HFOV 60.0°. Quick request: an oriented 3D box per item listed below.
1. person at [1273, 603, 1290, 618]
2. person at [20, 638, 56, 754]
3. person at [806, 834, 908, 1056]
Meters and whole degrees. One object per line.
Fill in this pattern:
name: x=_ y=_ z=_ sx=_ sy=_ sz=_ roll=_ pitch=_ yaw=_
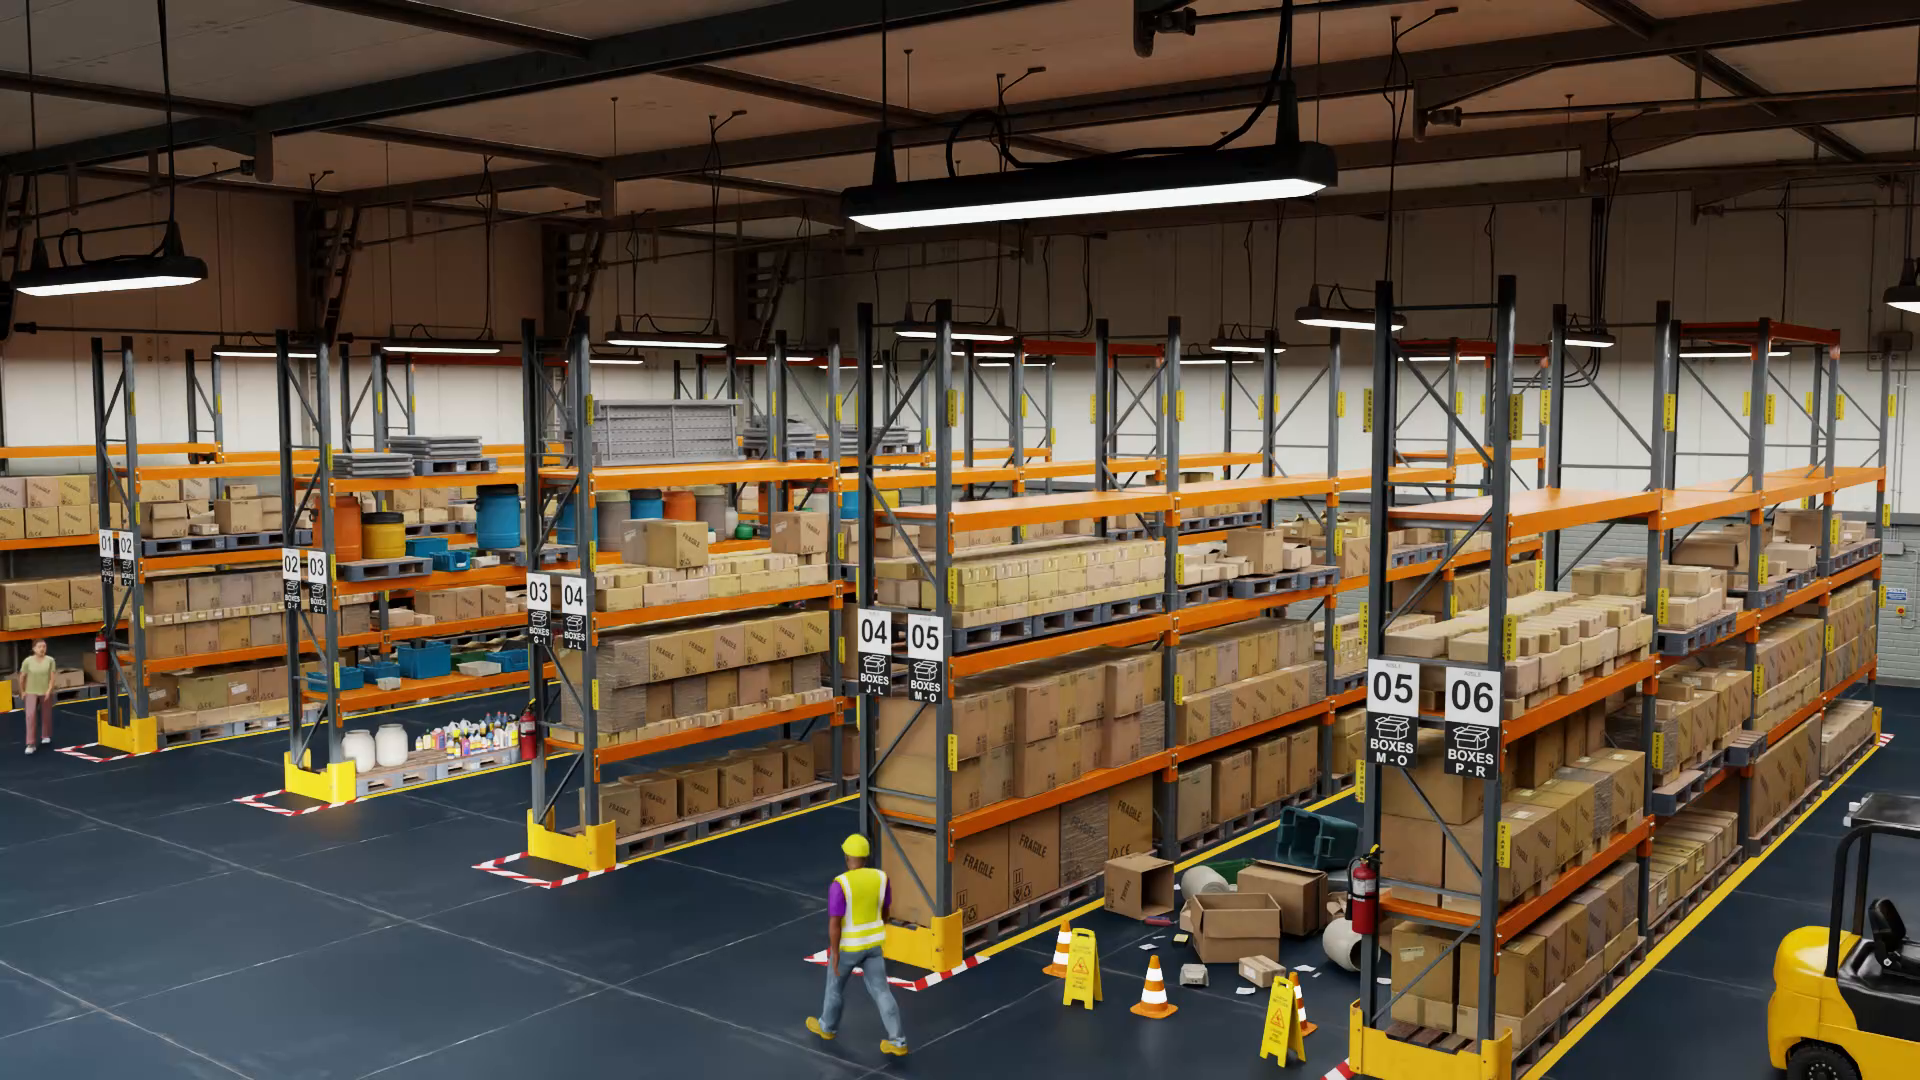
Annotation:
person: x=6.322 y=1.354 z=33.497 sx=0.576 sy=1.756 sz=0.812 roll=-1 pitch=5 yaw=-11
person: x=-13.419 y=2.229 z=24.199 sx=0.472 sy=1.603 sz=0.997 roll=-2 pitch=5 yaw=-24
person: x=-0.818 y=3.167 z=13.099 sx=0.583 sy=1.718 sz=1.080 roll=-4 pitch=6 yaw=-39
